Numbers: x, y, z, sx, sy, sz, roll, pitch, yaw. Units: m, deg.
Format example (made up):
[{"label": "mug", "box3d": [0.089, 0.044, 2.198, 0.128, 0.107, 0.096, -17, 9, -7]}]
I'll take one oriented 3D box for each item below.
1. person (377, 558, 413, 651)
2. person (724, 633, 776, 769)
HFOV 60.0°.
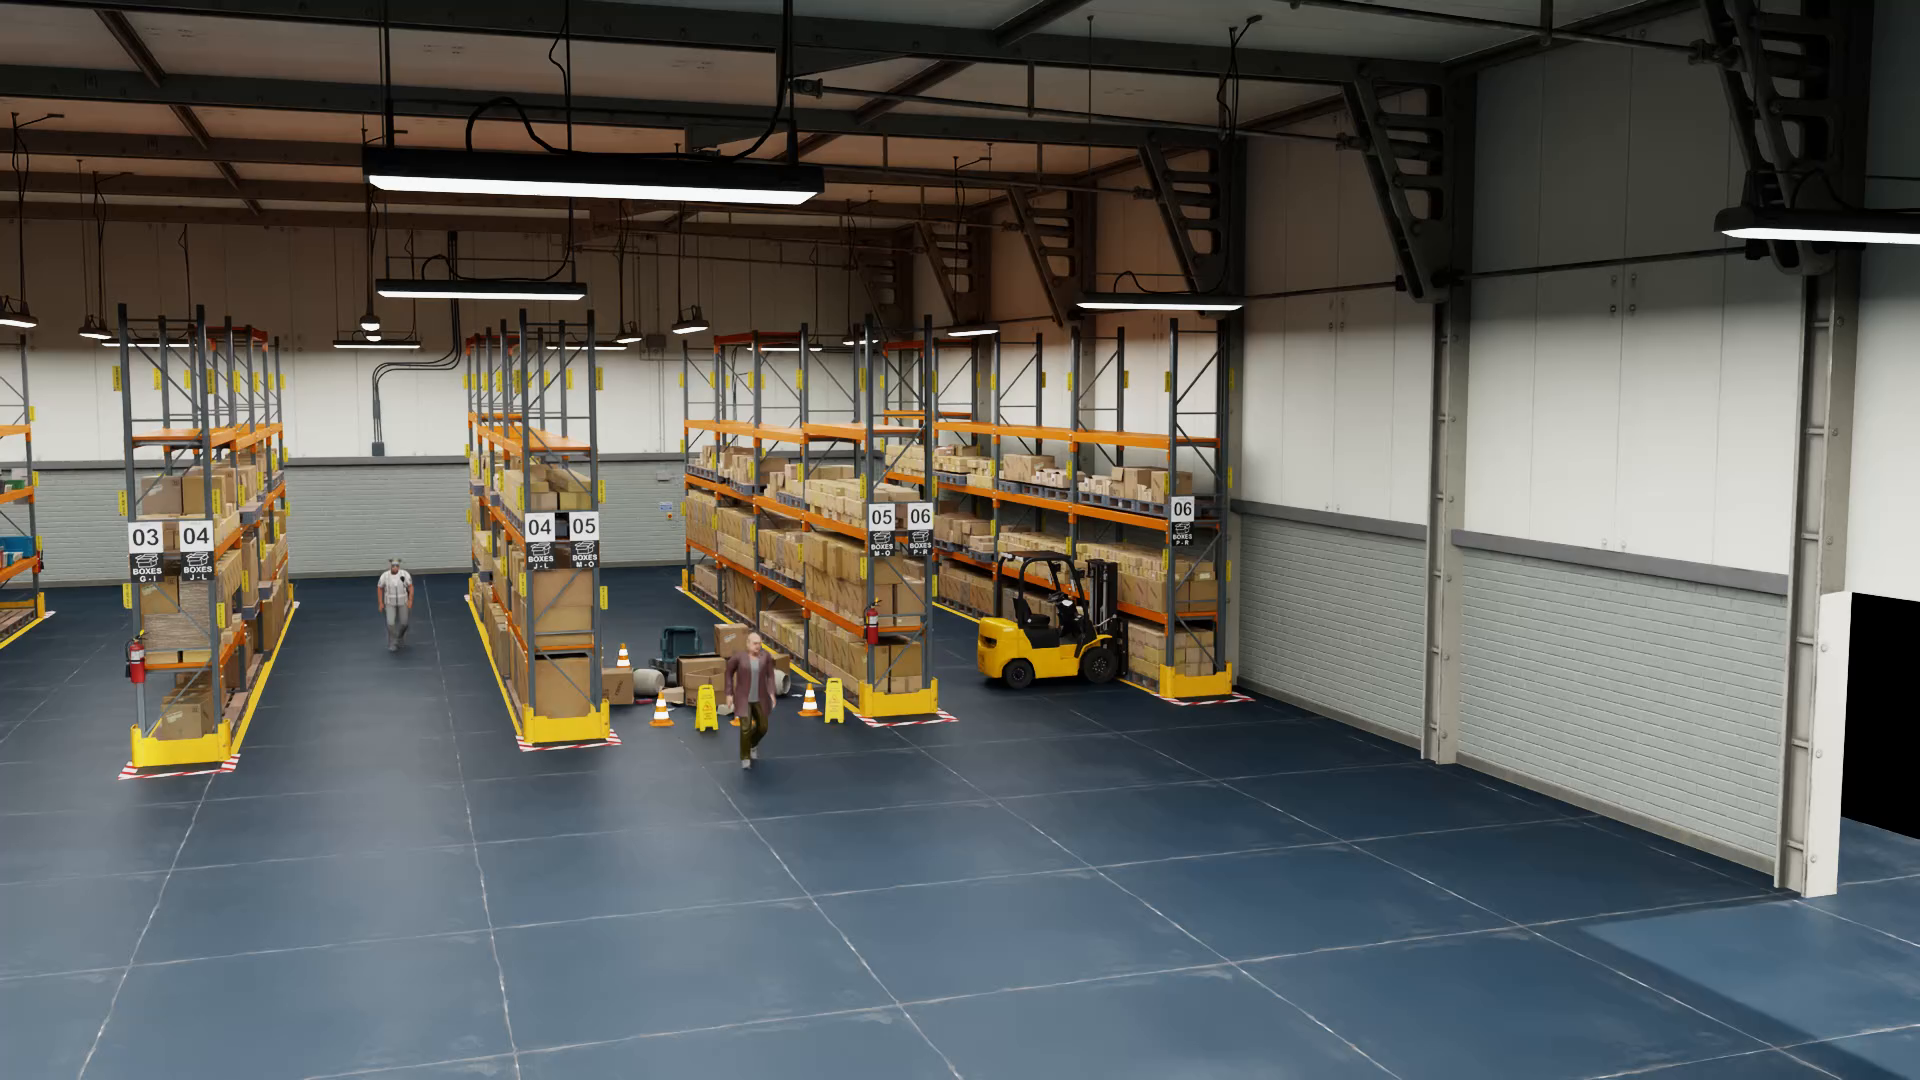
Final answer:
[{"label": "person", "box3d": [-10.600, 1.187, 31.230, 0.636, 1.745, 0.568, -2, 6, -21]}, {"label": "person", "box3d": [-2.776, 2.071, 21.804, 0.646, 1.765, 0.716, -3, 6, -26]}]
